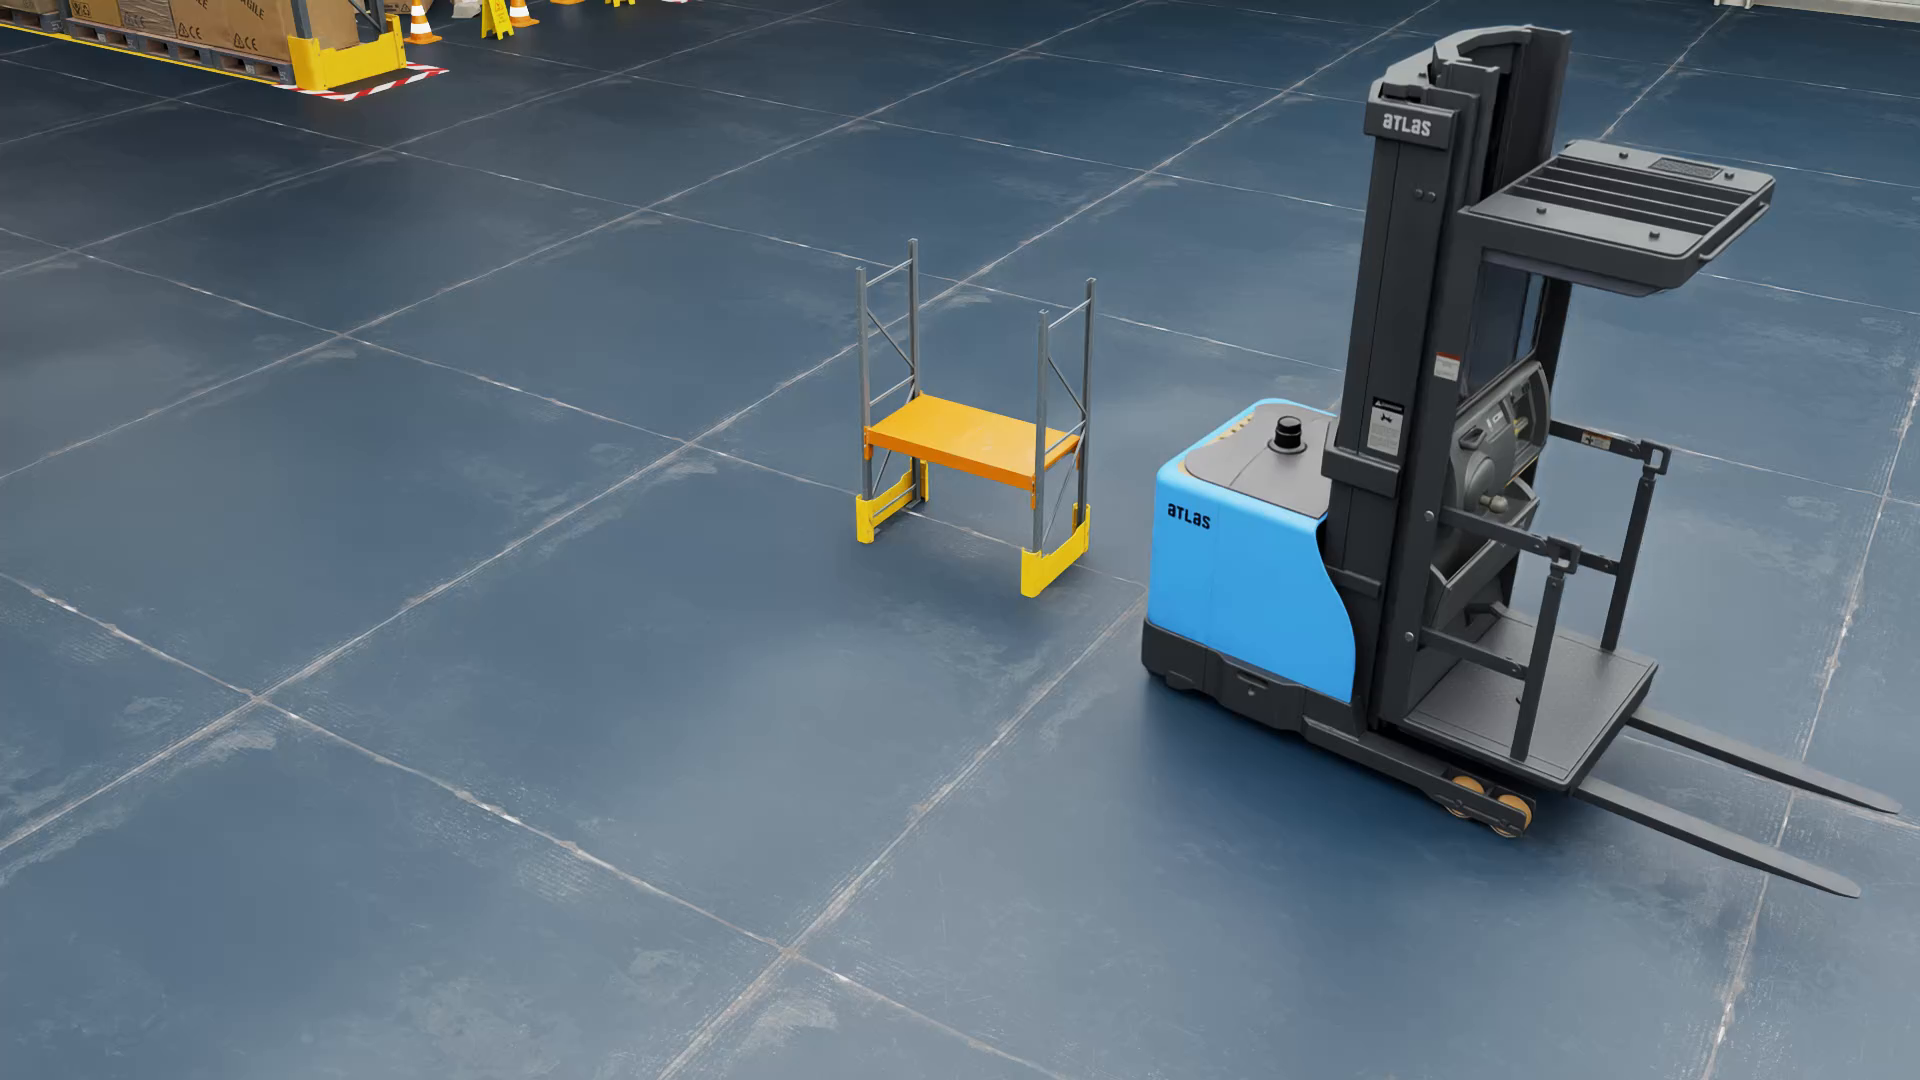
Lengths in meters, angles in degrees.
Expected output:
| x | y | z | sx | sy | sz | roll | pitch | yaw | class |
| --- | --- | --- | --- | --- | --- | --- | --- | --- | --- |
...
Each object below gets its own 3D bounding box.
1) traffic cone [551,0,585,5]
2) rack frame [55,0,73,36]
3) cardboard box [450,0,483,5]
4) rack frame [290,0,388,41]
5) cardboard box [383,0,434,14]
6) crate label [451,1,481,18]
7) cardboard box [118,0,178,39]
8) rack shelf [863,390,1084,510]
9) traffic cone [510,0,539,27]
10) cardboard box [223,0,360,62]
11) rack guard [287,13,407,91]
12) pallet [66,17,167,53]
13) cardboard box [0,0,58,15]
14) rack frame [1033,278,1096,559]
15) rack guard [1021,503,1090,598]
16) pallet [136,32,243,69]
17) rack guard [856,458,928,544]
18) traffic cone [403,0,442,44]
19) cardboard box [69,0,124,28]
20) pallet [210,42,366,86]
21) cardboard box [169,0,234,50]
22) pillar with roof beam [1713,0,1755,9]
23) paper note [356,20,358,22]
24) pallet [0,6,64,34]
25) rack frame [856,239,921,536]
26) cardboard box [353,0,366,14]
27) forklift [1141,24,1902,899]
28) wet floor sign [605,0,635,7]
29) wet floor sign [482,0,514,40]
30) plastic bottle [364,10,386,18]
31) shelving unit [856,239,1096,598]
| x | y | z | sx | sy | sz | roll | pitch | yaw | class |
| --- | --- | --- | --- | --- | --- | --- | --- | --- | --- |
| -4.642 | -6.586 | 19.579 | 0.334 | 0.463 | 0.336 | 18 | 35 | 27 | traffic cone |
| -9.526 | -7.049 | 17.855 | 0.127 | 3.000 | 1.000 | 18 | 35 | 27 | rack frame |
| -5.776 | -6.374 | 19.529 | 0.380 | 0.149 | 0.250 | -15 | 33 | -24 | cardboard box |
| -6.138 | -5.977 | 16.019 | 0.127 | 3.000 | 1.000 | 18 | 35 | 27 | rack frame |
| -6.426 | -6.429 | 19.270 | 0.637 | 0.503 | 0.797 | -4 | 30 | -7 | cardboard box |
| -5.643 | -6.064 | 19.009 | 0.298 | 0.136 | 0.250 | 1 | 30 | 2 | crate label |
| -8.265 | -5.874 | 17.534 | 0.875 | 0.875 | 0.875 | 18 | 35 | 28 | cardboard box |
| 0.072 | -0.470 | 8.424 | 1.000 | 0.185 | 0.538 | 18 | 35 | 27 | rack shelf |
| -4.945 | -6.021 | 18.611 | 0.334 | 0.463 | 0.336 | 18 | 35 | 27 | traffic cone |
| -6.748 | -5.394 | 16.711 | 0.875 | 0.875 | 0.875 | 18 | 35 | 28 | cardboard box |
| -6.118 | -4.891 | 16.638 | 0.348 | 0.500 | 1.175 | 18 | 35 | 27 | rack guard |
| -8.924 | -5.607 | 18.152 | 1.213 | 0.211 | 1.003 | 18 | 35 | 27 | pallet |
| -10.100 | -6.386 | 18.536 | 0.750 | 0.750 | 1.050 | 17 | 34 | 27 | cardboard box |
| 0.503 | -0.489 | 8.099 | 0.032 | 1.500 | 0.500 | 18 | 35 | 27 | rack frame |
| 0.486 | 0.046 | 8.423 | 0.087 | 0.250 | 0.587 | 18 | 35 | 27 | rack guard |
| -7.886 | -5.281 | 17.592 | 1.213 | 0.211 | 1.003 | 18 | 35 | 27 | pallet |
| -0.357 | -0.221 | 8.881 | 0.087 | 0.250 | 0.587 | 18 | 35 | 27 | rack guard |
| -5.833 | -5.630 | 17.941 | 0.334 | 0.463 | 0.336 | 18 | 35 | 27 | traffic cone |
| -9.031 | -6.114 | 17.945 | 0.875 | 0.875 | 0.875 | 18 | 35 | 28 | cardboard box |
| -6.857 | -4.953 | 17.031 | 1.213 | 0.211 | 1.003 | 18 | 35 | 27 | pallet |
| -7.494 | -5.629 | 17.114 | 0.875 | 0.875 | 0.875 | 17 | 34 | 27 | cardboard box |
| 6.808 | -8.347 | 14.127 | 0.400 | 9.000 | 9.100 | 18 | 35 | 27 | pillar with roof beam |
| -6.837 | -5.870 | 18.803 | 0.032 | 0.001 | 0.123 | -15 | 33 | -24 | paper note |
| -10.220 | -6.019 | 18.857 | 1.213 | 0.211 | 1.003 | 18 | 35 | 27 | pallet |
| -0.358 | -0.761 | 8.566 | 0.032 | 1.500 | 0.500 | 18 | 35 | 27 | rack frame |
| -7.091 | -6.193 | 19.103 | 0.258 | 0.266 | 0.396 | 24 | 38 | 35 | cardboard box |
| 2.302 | -0.372 | 6.480 | 3.031 | 2.935 | 1.130 | 22 | 37 | 33 | forklift |
| -4.000 | -6.592 | 19.410 | 0.267 | 0.644 | 0.232 | -21 | 36 | -32 | wet floor sign |
| -5.061 | -5.797 | 18.047 | 0.232 | 0.644 | 0.267 | 12 | 32 | 19 | wet floor sign |
| -6.702 | -5.994 | 18.963 | 0.283 | 0.061 | 0.133 | 6 | 31 | 10 | plastic bottle |
| 0.065 | -0.627 | 8.337 | 1.083 | 1.500 | 0.587 | 18 | 35 | 27 | shelving unit |
